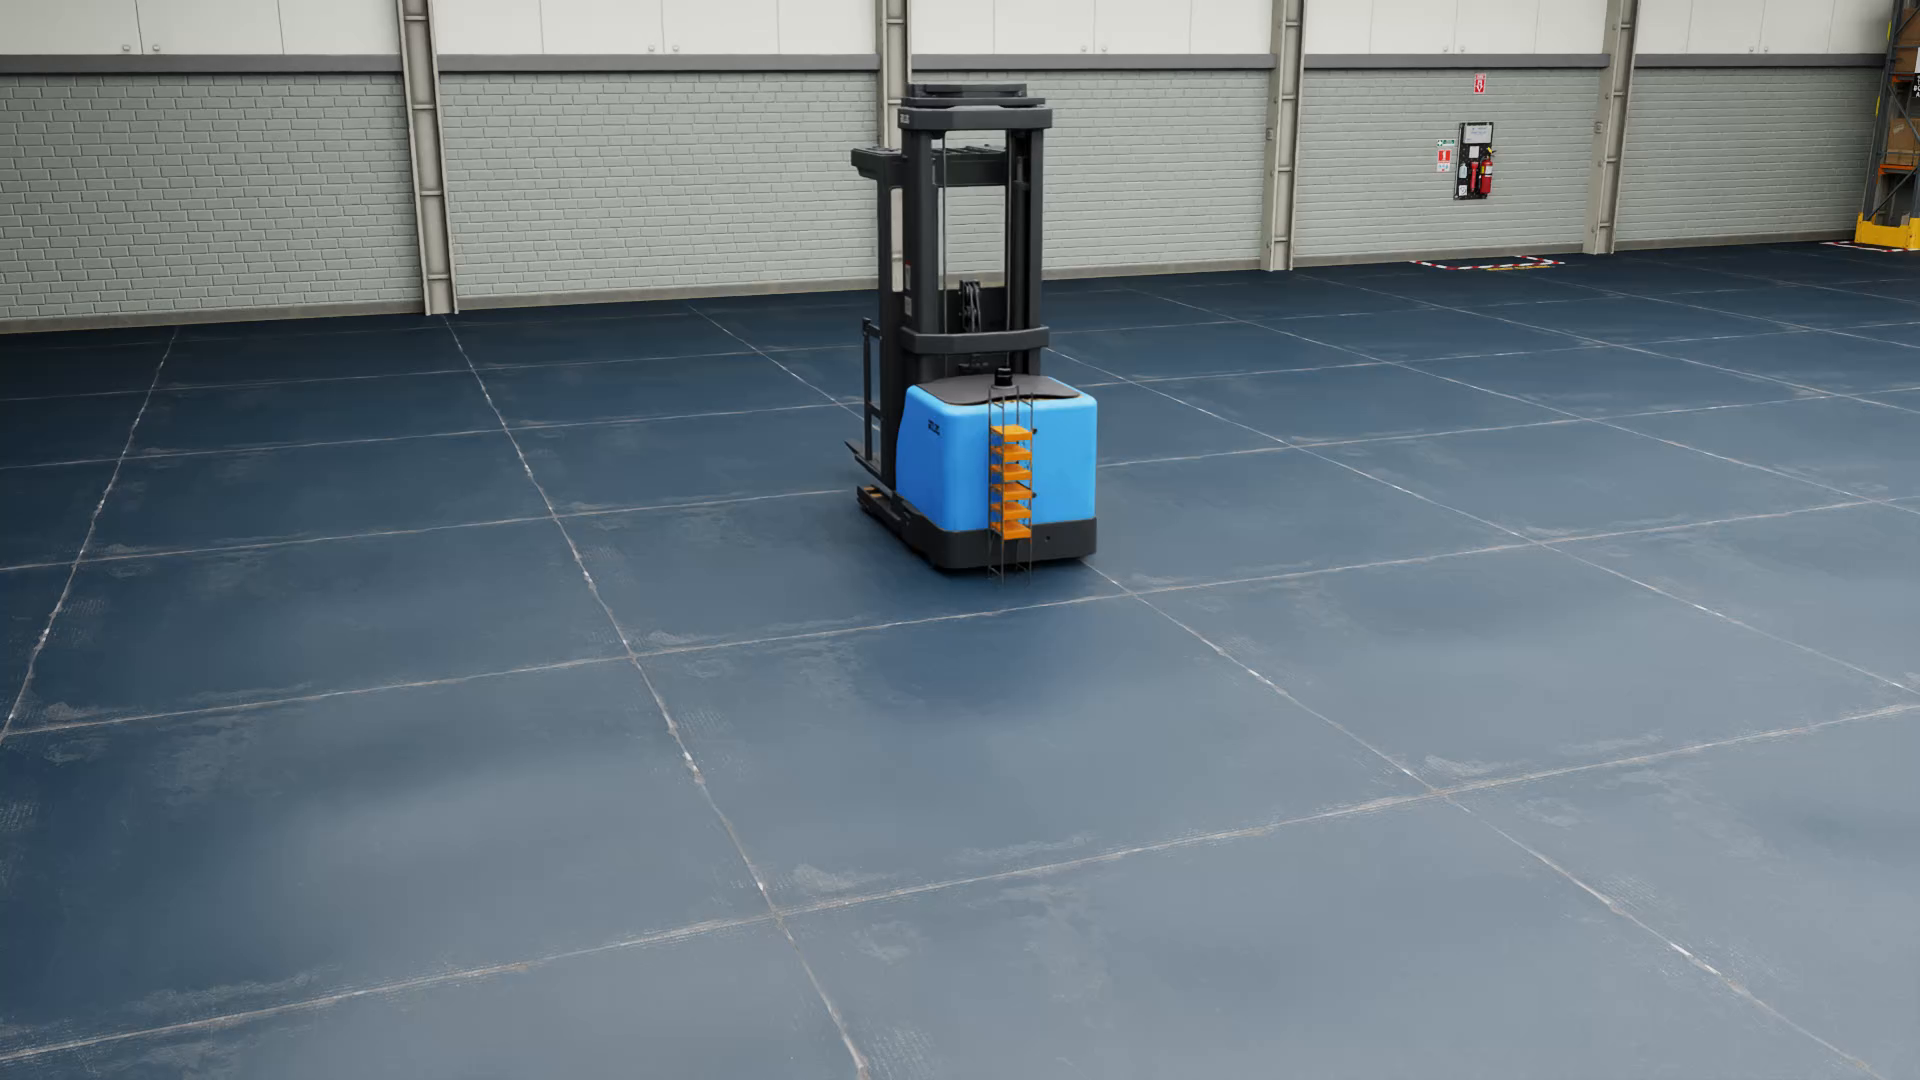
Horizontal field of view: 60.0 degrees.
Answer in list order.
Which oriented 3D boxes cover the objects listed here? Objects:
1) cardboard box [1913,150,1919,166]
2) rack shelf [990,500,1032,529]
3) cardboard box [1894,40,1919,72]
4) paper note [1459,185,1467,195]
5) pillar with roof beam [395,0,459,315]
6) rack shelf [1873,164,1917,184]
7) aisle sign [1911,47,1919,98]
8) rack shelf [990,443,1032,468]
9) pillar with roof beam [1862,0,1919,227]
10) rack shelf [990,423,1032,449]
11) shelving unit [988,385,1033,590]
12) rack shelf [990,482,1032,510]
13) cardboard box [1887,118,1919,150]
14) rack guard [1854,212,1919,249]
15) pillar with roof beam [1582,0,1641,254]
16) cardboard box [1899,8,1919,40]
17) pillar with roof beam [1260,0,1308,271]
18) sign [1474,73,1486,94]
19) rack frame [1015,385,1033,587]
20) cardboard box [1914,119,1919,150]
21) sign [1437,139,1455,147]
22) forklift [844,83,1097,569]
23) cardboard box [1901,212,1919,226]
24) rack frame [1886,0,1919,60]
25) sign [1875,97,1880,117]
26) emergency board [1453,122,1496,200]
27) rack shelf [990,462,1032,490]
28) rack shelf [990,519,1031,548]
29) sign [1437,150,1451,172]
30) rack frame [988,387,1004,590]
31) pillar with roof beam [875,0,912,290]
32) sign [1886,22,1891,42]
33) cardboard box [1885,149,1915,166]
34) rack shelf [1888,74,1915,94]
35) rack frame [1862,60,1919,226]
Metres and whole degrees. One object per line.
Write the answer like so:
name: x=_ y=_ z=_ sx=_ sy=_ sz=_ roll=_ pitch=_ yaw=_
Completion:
cardboard box: x=16.157 y=-6.305 z=27.474 sx=0.500 sy=0.250 sz=0.500 roll=-7 pitch=18 yaw=-22
rack shelf: x=0.302 y=-0.157 z=10.088 sx=0.180 sy=0.103 sz=0.258 roll=-6 pitch=17 yaw=-19
cardboard box: x=15.887 y=-8.007 z=27.503 sx=0.500 sy=0.500 sz=0.500 roll=-5 pitch=17 yaw=-16
paper note: x=7.818 y=-5.433 z=25.839 sx=0.142 sy=0.148 sz=0.016 roll=-6 pitch=17 yaw=-20
pillar with roof beam: x=-4.939 y=-6.025 z=15.646 sx=0.400 sy=9.000 sz=9.100 roll=-6 pitch=17 yaw=-20
rack shelf: x=17.455 y=-6.258 z=28.361 sx=4.000 sy=0.370 sz=1.077 roll=-6 pitch=17 yaw=-20
aisle sign: x=15.628 y=-7.562 z=26.913 sx=0.004 sy=0.787 sz=0.394 roll=-6 pitch=17 yaw=-20
rack shelf: x=0.302 y=-0.503 z=9.986 sx=0.180 sy=0.103 sz=0.258 roll=-6 pitch=17 yaw=-19
pillar with roof beam: x=17.472 y=-8.445 z=23.886 sx=0.400 sy=9.000 sz=9.100 roll=-6 pitch=17 yaw=-20
rack shelf: x=0.302 y=-0.618 z=9.952 sx=0.180 sy=0.103 sz=0.258 roll=-6 pitch=17 yaw=-19
shelving unit: x=0.302 y=-0.315 z=10.041 sx=0.189 sy=1.200 sz=0.258 roll=-6 pitch=17 yaw=-19
rack shelf: x=0.302 y=-0.272 z=10.054 sx=0.180 sy=0.103 sz=0.258 roll=-6 pitch=17 yaw=-19
cardboard box: x=15.952 y=-6.802 z=27.838 sx=0.500 sy=0.500 sz=0.500 roll=-6 pitch=18 yaw=-21
rack guard: x=15.658 y=-5.210 z=27.951 sx=0.348 sy=0.500 sz=1.175 roll=-6 pitch=17 yaw=-20
pillar with roof beam: x=11.869 y=-7.840 z=21.826 sx=0.400 sy=9.000 sz=9.100 roll=-6 pitch=17 yaw=-20
cardboard box: x=15.897 y=-8.490 z=27.375 sx=0.500 sy=0.500 sz=0.500 roll=-5 pitch=17 yaw=-18
pillar with roof beam: x=6.267 y=-7.235 z=19.766 sx=0.400 sy=9.000 sz=9.100 roll=-6 pitch=17 yaw=-20
sign: x=7.964 y=-6.993 z=25.474 sx=0.199 sy=0.298 sz=0.001 roll=-6 pitch=17 yaw=-20
rack frame: x=0.387 y=-0.324 z=10.072 sx=0.006 sy=1.200 sz=0.240 roll=-6 pitch=17 yaw=-19
cardboard box: x=16.141 y=-6.668 z=27.380 sx=0.500 sy=0.500 sz=0.500 roll=-6 pitch=17 yaw=-20
sign: x=7.462 y=-6.096 z=25.530 sx=0.331 sy=0.109 sz=0.001 roll=-6 pitch=17 yaw=-20
forklift: x=-0.090 y=-1.602 z=11.351 sx=1.130 sy=2.935 sz=3.031 roll=-6 pitch=17 yaw=-18
cardboard box: x=16.266 y=-5.368 z=28.047 sx=0.500 sy=0.311 sz=0.500 roll=-8 pitch=18 yaw=-26
rack frame: x=15.587 y=-9.280 z=26.728 sx=0.127 sy=3.000 sz=1.000 roll=-6 pitch=17 yaw=-20
sign: x=15.408 y=-7.256 z=27.869 sx=0.005 sy=0.325 sz=0.100 roll=-6 pitch=17 yaw=-20
emergency board: x=8.008 y=-5.855 z=25.714 sx=0.643 sy=1.169 sz=0.194 roll=-6 pitch=17 yaw=-20
rack shelf: x=0.302 y=-0.387 z=10.020 sx=0.180 sy=0.103 sz=0.258 roll=-6 pitch=17 yaw=-19
rack shelf: x=0.302 y=-0.042 z=10.121 sx=0.180 sy=0.103 sz=0.258 roll=-6 pitch=17 yaw=-19
sign: x=7.454 y=-5.844 z=25.611 sx=0.234 sy=0.329 sz=0.001 roll=-6 pitch=17 yaw=-20
rack frame: x=0.216 y=-0.306 z=10.011 sx=0.006 sy=1.200 sz=0.240 roll=-6 pitch=17 yaw=-19
pillar with roof beam: x=0.664 y=-6.630 z=17.706 sx=0.400 sy=9.000 sz=9.100 roll=-6 pitch=17 yaw=-20
sign: x=15.408 y=-8.413 z=27.530 sx=0.005 sy=0.325 sz=0.100 roll=-6 pitch=17 yaw=-20
cardboard box: x=15.955 y=-6.437 z=27.925 sx=0.500 sy=0.250 sz=0.500 roll=-6 pitch=17 yaw=-19
rack shelf: x=17.455 y=-7.697 z=27.938 sx=4.000 sy=0.370 sz=1.077 roll=-6 pitch=17 yaw=-20
rack frame: x=15.587 y=-6.401 z=27.573 sx=0.127 sy=3.000 sz=1.000 roll=-6 pitch=17 yaw=-20
